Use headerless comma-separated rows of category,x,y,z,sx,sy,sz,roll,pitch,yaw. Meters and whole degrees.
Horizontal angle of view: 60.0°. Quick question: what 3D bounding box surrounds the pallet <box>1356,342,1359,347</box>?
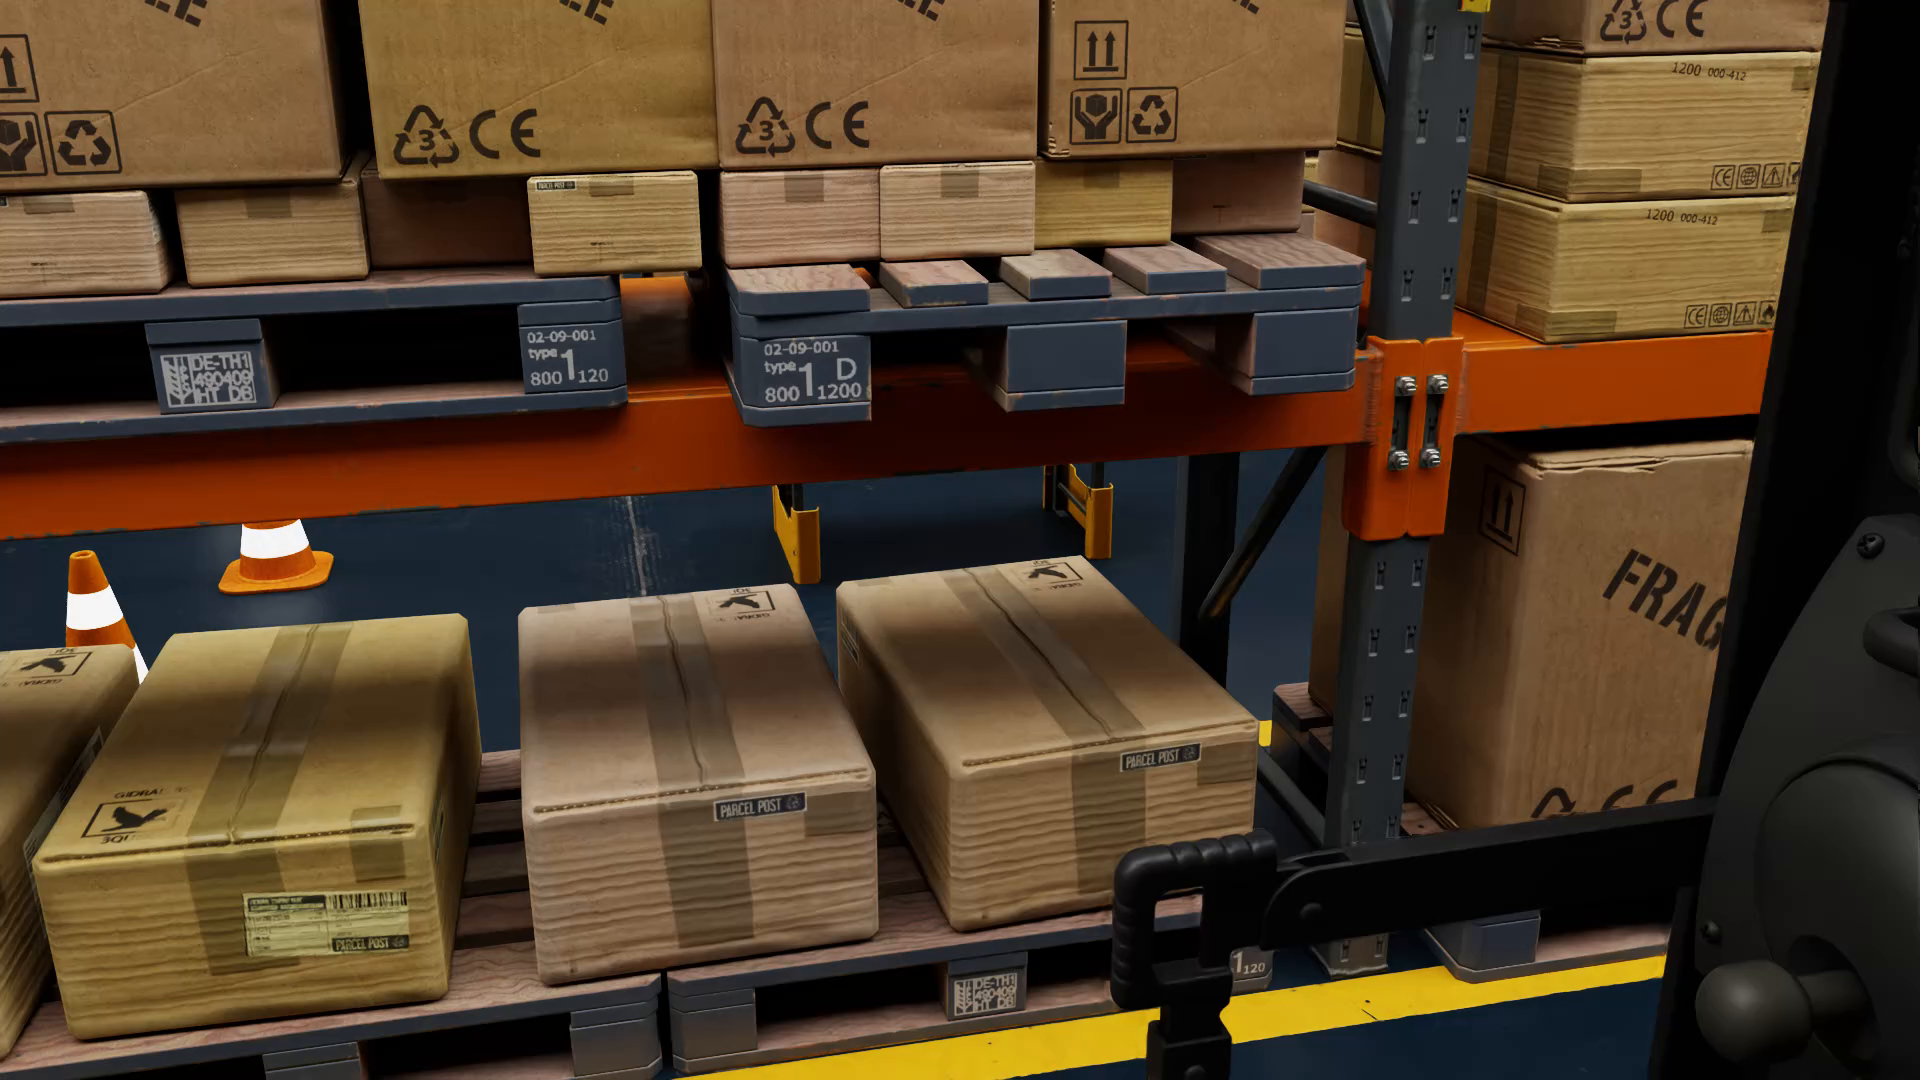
pallet,1.407,-1.183,8.736,1.213,0.211,1.003,-5,21,-12

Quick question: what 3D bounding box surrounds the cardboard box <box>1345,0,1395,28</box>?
cardboard box,1.141,-1.331,3.489,0.500,0.500,0.500,-5,21,-14

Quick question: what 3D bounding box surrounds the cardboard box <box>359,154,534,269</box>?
cardboard box,-0.831,-0.559,2.734,0.250,0.149,0.380,-4,21,-12

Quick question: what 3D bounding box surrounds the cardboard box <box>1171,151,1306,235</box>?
cardboard box,0.434,-0.661,3.012,0.250,0.149,0.380,-4,20,-10

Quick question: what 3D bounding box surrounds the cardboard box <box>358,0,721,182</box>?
cardboard box,-0.672,-0.856,2.602,0.500,0.500,0.500,-6,21,-16

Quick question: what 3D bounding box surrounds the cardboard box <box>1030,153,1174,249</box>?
cardboard box,0.189,-0.615,2.888,0.250,0.149,0.380,-4,21,-12

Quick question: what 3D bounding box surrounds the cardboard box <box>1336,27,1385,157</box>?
cardboard box,1.111,-0.974,3.604,0.500,0.250,0.500,-5,21,-13

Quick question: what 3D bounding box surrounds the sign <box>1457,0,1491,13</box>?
sign,0.832,-1.012,2.648,0.005,0.325,0.100,-5,21,-12

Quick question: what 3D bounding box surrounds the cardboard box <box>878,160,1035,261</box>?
cardboard box,-0.046,-0.580,2.793,0.250,0.149,0.380,-5,21,-13

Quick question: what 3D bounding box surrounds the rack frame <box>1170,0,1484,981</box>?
rack frame,0.698,-0.686,3.327,0.127,3.000,1.000,-5,21,-12

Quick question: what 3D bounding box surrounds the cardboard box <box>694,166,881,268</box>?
cardboard box,-0.292,-0.563,2.746,0.250,0.149,0.380,-6,21,-15

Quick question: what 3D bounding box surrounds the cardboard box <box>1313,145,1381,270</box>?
cardboard box,1.131,-0.743,3.699,0.500,0.250,0.500,-5,21,-14

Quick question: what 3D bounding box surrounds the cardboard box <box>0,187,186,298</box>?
cardboard box,-1.309,-0.481,2.521,0.250,0.149,0.380,-4,20,-10

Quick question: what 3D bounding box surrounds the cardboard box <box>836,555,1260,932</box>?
cardboard box,0.146,0.392,3.594,0.625,0.372,0.950,-6,21,-16

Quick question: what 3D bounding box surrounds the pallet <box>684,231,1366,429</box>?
pallet,0.029,-0.504,3.109,1.003,0.211,1.213,-5,21,-12

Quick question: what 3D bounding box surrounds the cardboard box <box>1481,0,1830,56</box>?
cardboard box,1.235,-1.160,3.021,0.500,0.500,0.500,-5,21,-14

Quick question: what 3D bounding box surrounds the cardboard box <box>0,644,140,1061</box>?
cardboard box,-1.986,0.567,3.117,0.625,0.372,0.950,-3,20,-9

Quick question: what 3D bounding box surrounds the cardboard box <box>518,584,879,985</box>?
cardboard box,-0.570,0.453,3.427,0.625,0.372,0.950,-5,21,-14

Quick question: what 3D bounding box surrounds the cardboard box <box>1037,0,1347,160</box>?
cardboard box,0.320,-0.941,2.834,0.500,0.500,0.500,-5,21,-14

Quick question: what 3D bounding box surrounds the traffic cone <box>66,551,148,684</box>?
traffic cone,-2.310,0.255,4.446,0.334,0.463,0.336,-5,21,-12

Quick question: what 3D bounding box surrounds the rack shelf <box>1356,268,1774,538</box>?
rack shelf,2.645,-0.507,3.883,4.000,0.370,1.077,-5,21,-12

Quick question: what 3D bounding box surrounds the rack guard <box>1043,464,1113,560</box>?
rack guard,0.410,-0.151,5.863,0.087,0.250,0.587,-5,21,-12

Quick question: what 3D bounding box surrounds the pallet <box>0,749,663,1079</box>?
pallet,-1.247,0.780,3.379,1.213,0.211,1.003,-5,21,-12

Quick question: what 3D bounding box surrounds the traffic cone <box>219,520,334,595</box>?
traffic cone,-2.258,-0.103,5.423,0.334,0.463,0.336,-5,21,-12

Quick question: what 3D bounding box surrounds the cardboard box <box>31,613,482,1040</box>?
cardboard box,-1.309,0.511,3.268,0.625,0.372,0.950,-4,20,-11

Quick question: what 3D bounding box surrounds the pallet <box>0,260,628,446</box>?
pallet,-1.219,-0.426,2.895,1.213,0.211,1.003,-5,21,-12

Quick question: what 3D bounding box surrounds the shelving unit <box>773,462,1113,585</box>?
shelving unit,-0.074,-0.698,5.540,1.083,1.500,0.587,-5,21,-12

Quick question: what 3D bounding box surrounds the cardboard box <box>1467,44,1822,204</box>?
cardboard box,1.248,-0.808,3.151,0.500,0.250,0.500,-5,21,-13

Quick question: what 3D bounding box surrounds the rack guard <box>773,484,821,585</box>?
rack guard,-0.559,-0.072,5.648,0.087,0.250,0.587,-5,21,-12

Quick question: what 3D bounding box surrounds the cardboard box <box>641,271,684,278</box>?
cardboard box,-1.152,-1.458,8.094,0.750,0.750,1.050,-5,21,-13

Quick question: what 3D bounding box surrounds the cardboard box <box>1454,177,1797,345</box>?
cardboard box,1.233,-0.570,3.229,0.500,0.250,0.500,-5,21,-13

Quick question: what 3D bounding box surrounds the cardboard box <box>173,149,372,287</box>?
cardboard box,-1.056,-0.512,2.605,0.250,0.149,0.380,-5,21,-14

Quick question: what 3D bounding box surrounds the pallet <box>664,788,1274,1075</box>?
pallet,-0.062,0.684,3.639,1.213,0.211,1.003,-5,21,-12

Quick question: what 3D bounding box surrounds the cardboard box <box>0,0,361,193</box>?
cardboard box,-1.203,-0.813,2.485,0.500,0.500,0.500,-6,21,-15

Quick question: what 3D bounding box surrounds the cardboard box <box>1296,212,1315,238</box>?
cardboard box,1.692,-1.453,8.443,0.500,0.500,0.500,-5,21,-14

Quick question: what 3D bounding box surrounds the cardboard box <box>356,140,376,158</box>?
cardboard box,-0.975,-0.689,3.090,0.250,0.149,0.380,-4,20,-10

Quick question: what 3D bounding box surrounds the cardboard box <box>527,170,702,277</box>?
cardboard box,-0.557,-0.537,2.673,0.250,0.149,0.380,-4,21,-12

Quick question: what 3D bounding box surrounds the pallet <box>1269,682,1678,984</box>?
pallet,1.483,0.586,3.908,1.213,0.211,1.003,-5,21,-12

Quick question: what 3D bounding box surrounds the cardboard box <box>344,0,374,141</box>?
cardboard box,-1.302,-0.987,2.960,0.500,0.500,0.500,-5,21,-15

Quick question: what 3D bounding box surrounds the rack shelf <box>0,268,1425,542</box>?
rack shelf,-1.248,-0.190,3.019,4.000,0.370,1.077,-5,21,-12

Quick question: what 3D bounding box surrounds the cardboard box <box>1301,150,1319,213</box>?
cardboard box,1.673,-1.801,8.304,0.500,0.250,0.500,-6,21,-15

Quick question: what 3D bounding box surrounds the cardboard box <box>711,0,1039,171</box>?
cardboard box,-0.181,-0.896,2.713,0.500,0.500,0.500,-5,21,-13

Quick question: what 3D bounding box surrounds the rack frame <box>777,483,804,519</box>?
rack frame,-0.578,-0.657,5.428,0.032,1.500,0.500,-5,21,-12

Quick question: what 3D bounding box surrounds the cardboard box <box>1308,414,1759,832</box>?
cardboard box,1.390,0.087,3.694,0.875,0.875,0.875,-5,21,-13

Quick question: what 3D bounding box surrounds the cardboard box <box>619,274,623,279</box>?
cardboard box,-2.002,-1.388,7.902,0.750,0.750,1.050,-4,21,-12

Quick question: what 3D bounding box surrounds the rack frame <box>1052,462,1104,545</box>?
rack frame,0.412,-0.738,5.648,0.032,1.500,0.500,-5,21,-12

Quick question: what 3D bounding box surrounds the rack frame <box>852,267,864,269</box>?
rack frame,-0.539,-2.335,7.829,0.127,3.000,1.000,-5,21,-12
